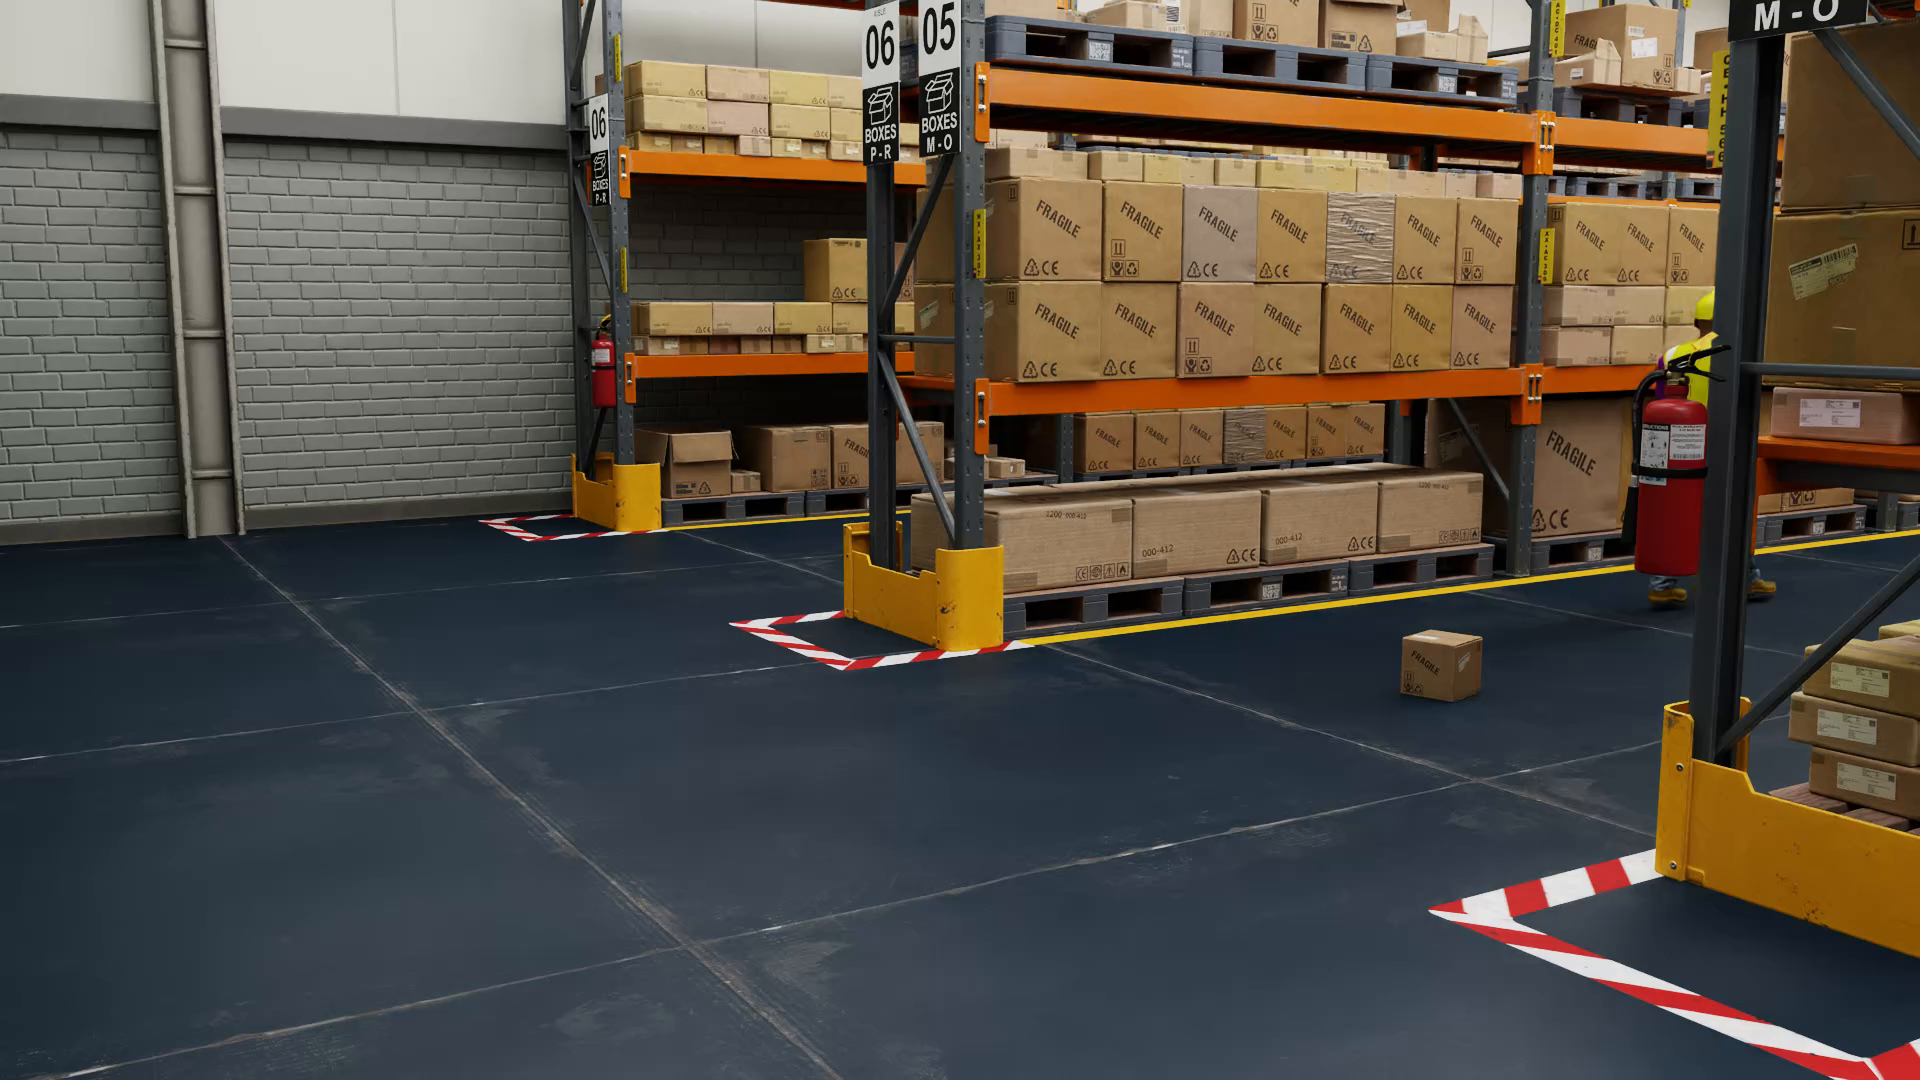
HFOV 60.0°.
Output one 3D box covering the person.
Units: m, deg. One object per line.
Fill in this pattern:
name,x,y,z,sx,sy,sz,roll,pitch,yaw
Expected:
person,4.238,-0.526,9.333,0.959,1.713,0.613,-7,11,-41
